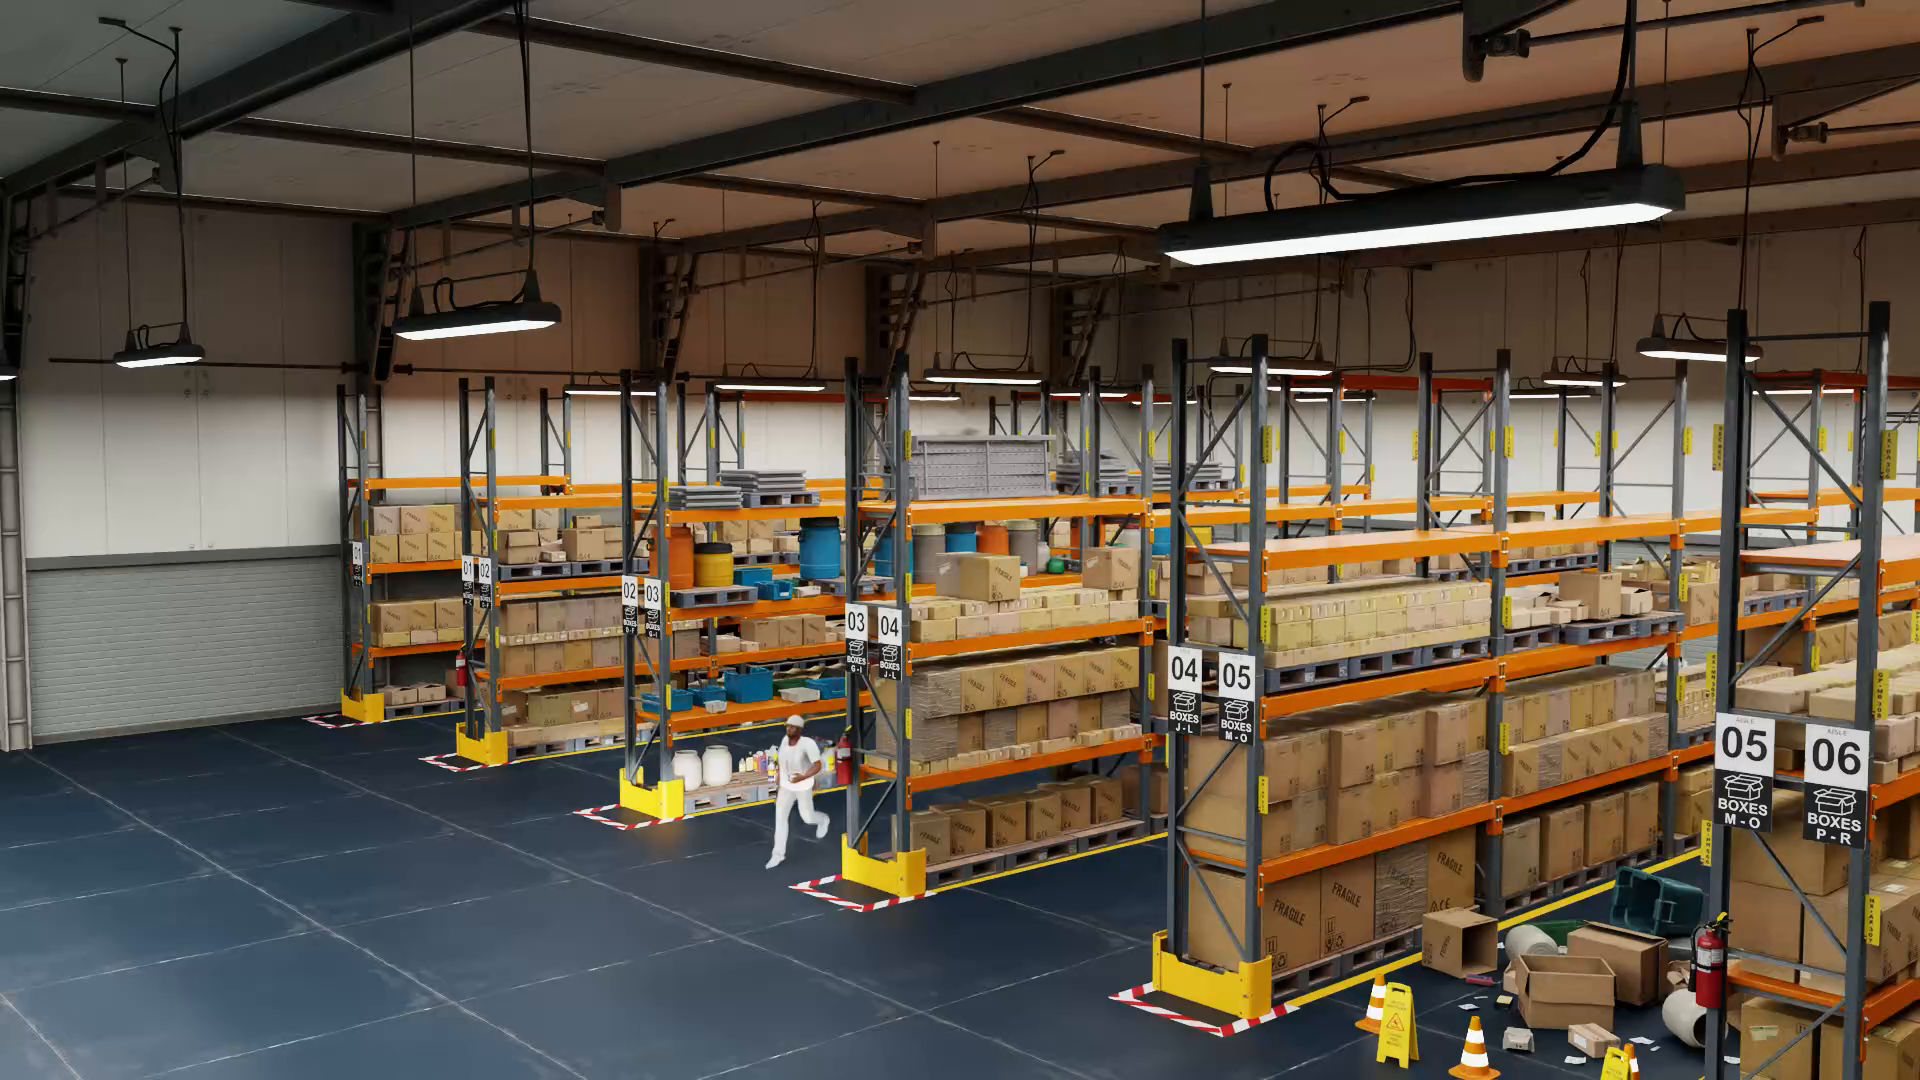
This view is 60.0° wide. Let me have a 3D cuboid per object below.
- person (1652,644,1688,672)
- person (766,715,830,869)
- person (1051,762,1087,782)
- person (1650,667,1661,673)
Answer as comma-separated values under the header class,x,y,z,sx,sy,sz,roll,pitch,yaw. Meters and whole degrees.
class,x,y,z,sx,sy,sz,roll,pitch,yaw
person,12.135,2.469,28.409,0.653,1.665,0.886,1,4,14
person,-1.940,2.983,20.055,0.667,1.765,1.142,2,4,26
person,1.517,2.801,22.949,0.637,1.739,0.712,-4,5,-44
person,10.254,2.731,24.589,0.711,1.705,0.536,-3,5,-36
